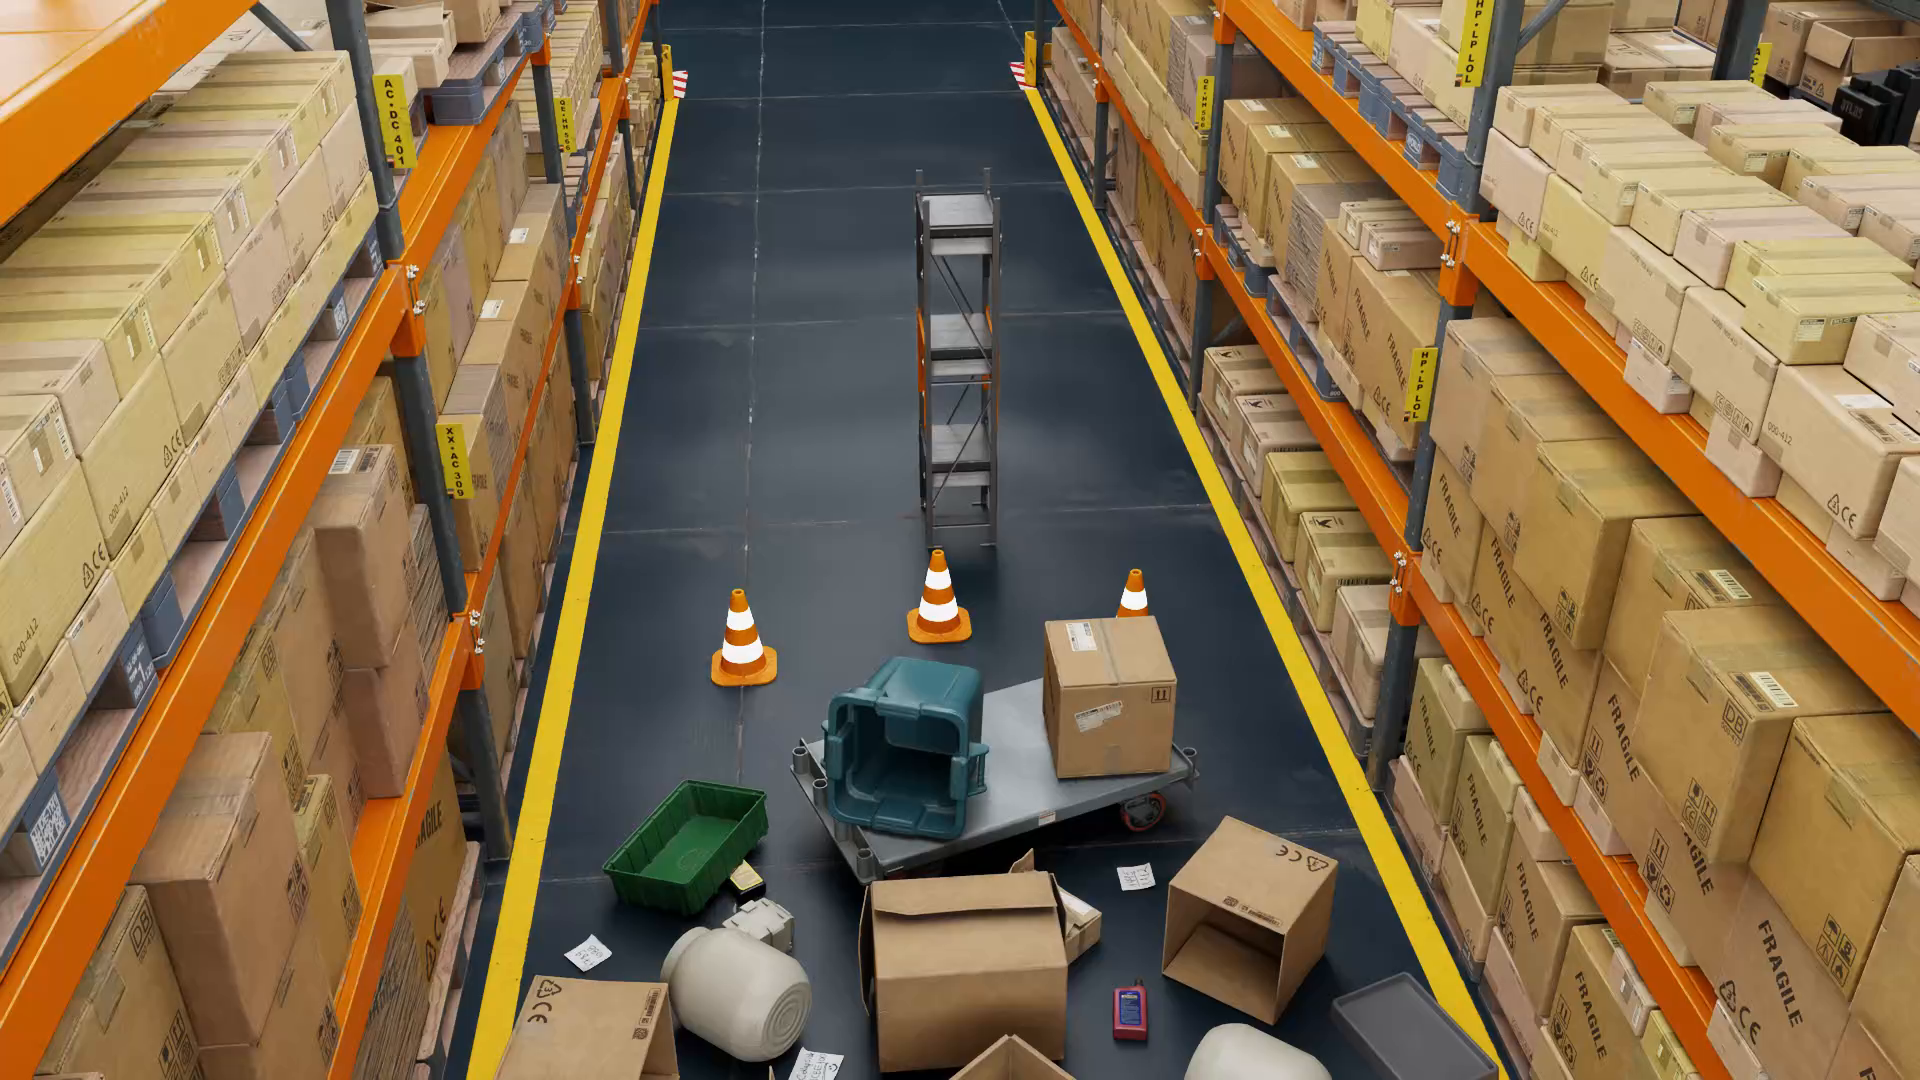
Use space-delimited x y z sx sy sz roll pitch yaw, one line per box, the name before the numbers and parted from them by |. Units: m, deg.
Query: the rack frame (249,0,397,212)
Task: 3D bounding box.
rack frame | -2.499 -2.445 5.069 1.000 3.000 0.127 -3 31 -5

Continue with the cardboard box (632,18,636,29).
cardboard box | -3.118 -4.677 14.900 0.380 0.149 0.250 -1 31 -2

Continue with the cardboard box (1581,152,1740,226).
cardboard box | 2.192 -1.102 5.213 0.380 0.149 0.250 -3 31 -5

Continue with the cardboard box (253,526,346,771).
cardboard box | -2.418 0.350 5.040 0.875 0.550 0.550 -3 31 -5

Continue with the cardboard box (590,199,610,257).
cardboard box | -2.777 -2.217 11.834 0.500 0.250 0.500 -3 31 -4

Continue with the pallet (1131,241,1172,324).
pallet | 1.937 -2.031 12.945 1.003 0.211 1.213 -3 31 -5

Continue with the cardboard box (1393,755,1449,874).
cardboard box | 2.206 1.156 7.162 0.500 0.250 0.500 -4 31 -7

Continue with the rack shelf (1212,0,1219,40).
rack shelf | 1.859 -4.201 11.635 1.077 0.370 4.000 -3 31 -5

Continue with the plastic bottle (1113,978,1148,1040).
plastic bottle | 0.673 1.852 6.591 0.133 0.061 0.283 2 31 4

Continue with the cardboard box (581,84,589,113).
cardboard box | -2.887 -3.168 11.965 0.380 0.149 0.250 -1 31 -2

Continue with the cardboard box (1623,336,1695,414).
cardboard box | 2.238 -0.505 4.991 0.380 0.149 0.250 -3 31 -6

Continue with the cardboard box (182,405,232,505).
cardboard box | -1.980 -0.195 3.965 0.380 0.149 0.250 -2 31 -4

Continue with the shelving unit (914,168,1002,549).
shelving unit | -0.015 -0.986 9.354 0.431 2.100 0.503 -3 31 -5

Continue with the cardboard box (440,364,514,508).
cardboard box | -2.328 -0.452 7.484 0.500 0.500 0.500 -3 31 -4

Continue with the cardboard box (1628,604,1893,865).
cardboard box | 2.339 0.519 4.593 0.700 0.500 0.500 -3 31 -5

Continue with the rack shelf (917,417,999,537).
rack shelf | -0.015 -0.373 9.719 0.431 0.518 0.480 -3 31 -5

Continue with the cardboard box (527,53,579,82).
cardboard box | -2.867 -3.284 11.578 0.380 0.149 0.250 -3 31 -5

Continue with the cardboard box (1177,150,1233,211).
cardboard box | 1.741 -2.382 10.960 0.500 0.250 0.500 -4 31 -6

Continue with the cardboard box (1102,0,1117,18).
cardboard box | 1.428 -4.477 13.248 0.500 0.500 0.500 -2 31 -4

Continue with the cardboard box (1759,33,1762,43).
cardboard box | 6.362 -3.878 13.039 0.396 0.266 0.258 -1 31 -2

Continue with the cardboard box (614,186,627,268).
cardboard box | -2.879 -2.434 12.928 0.500 0.500 0.500 -3 31 -6

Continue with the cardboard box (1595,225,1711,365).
cardboard box | 2.280 -0.753 5.016 0.500 0.250 0.500 -2 31 -4

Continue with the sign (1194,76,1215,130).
sign | 1.494 -2.670 10.166 0.100 0.325 0.005 -3 31 -5

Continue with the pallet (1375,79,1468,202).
pallet | 2.468 -1.686 6.906 1.213 0.211 1.003 -3 31 -5

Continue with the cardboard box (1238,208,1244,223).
cardboard box | 1.885 -1.952 9.929 0.380 0.149 0.250 -5 31 -8

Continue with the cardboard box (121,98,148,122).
cardboard box | -2.803 -1.413 5.226 0.380 0.149 0.250 -2 31 -4

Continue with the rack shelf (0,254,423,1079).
rack shelf | -2.312 0.172 4.313 1.077 0.370 4.000 -3 31 -5

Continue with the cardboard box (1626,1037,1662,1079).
cardboard box | 2.407 1.899 5.187 0.500 0.500 0.500 -2 31 -3

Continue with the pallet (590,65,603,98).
pallet | -3.320 -3.475 12.830 1.003 0.211 1.213 -3 31 -5

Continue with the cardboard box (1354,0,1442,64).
cardboard box | 2.132 -2.372 7.609 0.500 0.250 0.500 -2 31 -4

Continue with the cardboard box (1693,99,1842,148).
cardboard box | 2.768 -1.400 5.712 0.380 0.149 0.250 -3 31 -6

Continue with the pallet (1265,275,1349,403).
pallet | 2.272 -1.110 8.870 1.003 0.211 1.213 -3 31 -5

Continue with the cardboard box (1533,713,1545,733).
cardboard box | 2.305 0.649 5.984 0.380 0.149 0.250 -3 31 -5

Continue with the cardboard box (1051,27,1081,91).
cardboard box | 1.460 -5.033 17.341 0.875 0.438 0.875 -4 31 -6

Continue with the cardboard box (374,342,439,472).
cardboard box | -2.551 -0.595 6.749 0.700 0.500 0.500 -3 31 -5

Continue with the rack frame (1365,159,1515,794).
rack frame | 2.420 -0.159 7.091 1.000 3.000 0.127 -3 31 -5

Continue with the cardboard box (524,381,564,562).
cardboard box | -2.820 -0.365 9.221 1.050 0.750 0.750 -2 31 -4

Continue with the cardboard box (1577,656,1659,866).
cardboard box | 2.355 0.678 5.303 0.500 0.500 0.500 -2 31 -4

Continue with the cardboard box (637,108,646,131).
cardboard box | -3.118 -3.898 15.431 0.380 0.149 0.250 -3 31 -5

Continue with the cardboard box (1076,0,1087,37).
cardboard box | 1.321 -4.773 14.718 0.500 0.500 0.500 -3 31 -6

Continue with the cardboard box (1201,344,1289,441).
cardboard box | 2.089 -0.964 10.592 0.950 0.372 0.625 -5 31 -8

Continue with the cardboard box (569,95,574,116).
cardboard box | -2.820 -2.899 11.224 0.380 0.149 0.250 -3 31 -5

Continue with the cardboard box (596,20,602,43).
cardboard box | -3.013 -3.961 13.002 0.380 0.149 0.250 -2 31 -3

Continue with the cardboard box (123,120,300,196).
cardboard box | -2.078 -1.059 4.633 0.380 0.149 0.250 -2 31 -4

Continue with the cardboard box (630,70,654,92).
cardboard box | -3.160 -4.423 16.021 0.380 0.149 0.250 -2 31 -3

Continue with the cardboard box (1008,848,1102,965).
cardboard box | 0.359 1.534 6.923 0.396 0.266 0.258 27 40 37

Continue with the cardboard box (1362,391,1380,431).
cardboard box | 2.090 -0.616 7.692 0.380 0.149 0.250 -4 31 -6

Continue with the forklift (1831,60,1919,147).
forklift | 4.712 -0.678 8.027 1.130 2.935 3.031 -3 31 -4

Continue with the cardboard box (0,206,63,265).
cardboard box | -2.636 -0.666 4.364 0.500 0.250 0.500 -3 31 -5

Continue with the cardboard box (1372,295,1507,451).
cardboard box | 2.148 -0.734 7.258 0.500 0.500 0.500 -3 31 -6

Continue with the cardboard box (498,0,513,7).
cardboard box | -2.476 -2.865 8.277 0.500 0.311 0.500 -3 31 -5

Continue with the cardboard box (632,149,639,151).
cardboard box | -3.060 -3.372 14.842 0.380 0.149 0.250 -3 31 -5

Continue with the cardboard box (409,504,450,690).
cardboard box | -2.452 0.254 6.254 0.875 0.550 0.550 -3 31 -5

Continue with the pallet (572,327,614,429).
pallet | -2.944 -1.114 11.409 1.003 0.211 1.213 -3 31 -5

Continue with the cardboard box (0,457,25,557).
cardboard box | -1.886 -0.017 2.889 0.380 0.149 0.250 -3 31 -5
